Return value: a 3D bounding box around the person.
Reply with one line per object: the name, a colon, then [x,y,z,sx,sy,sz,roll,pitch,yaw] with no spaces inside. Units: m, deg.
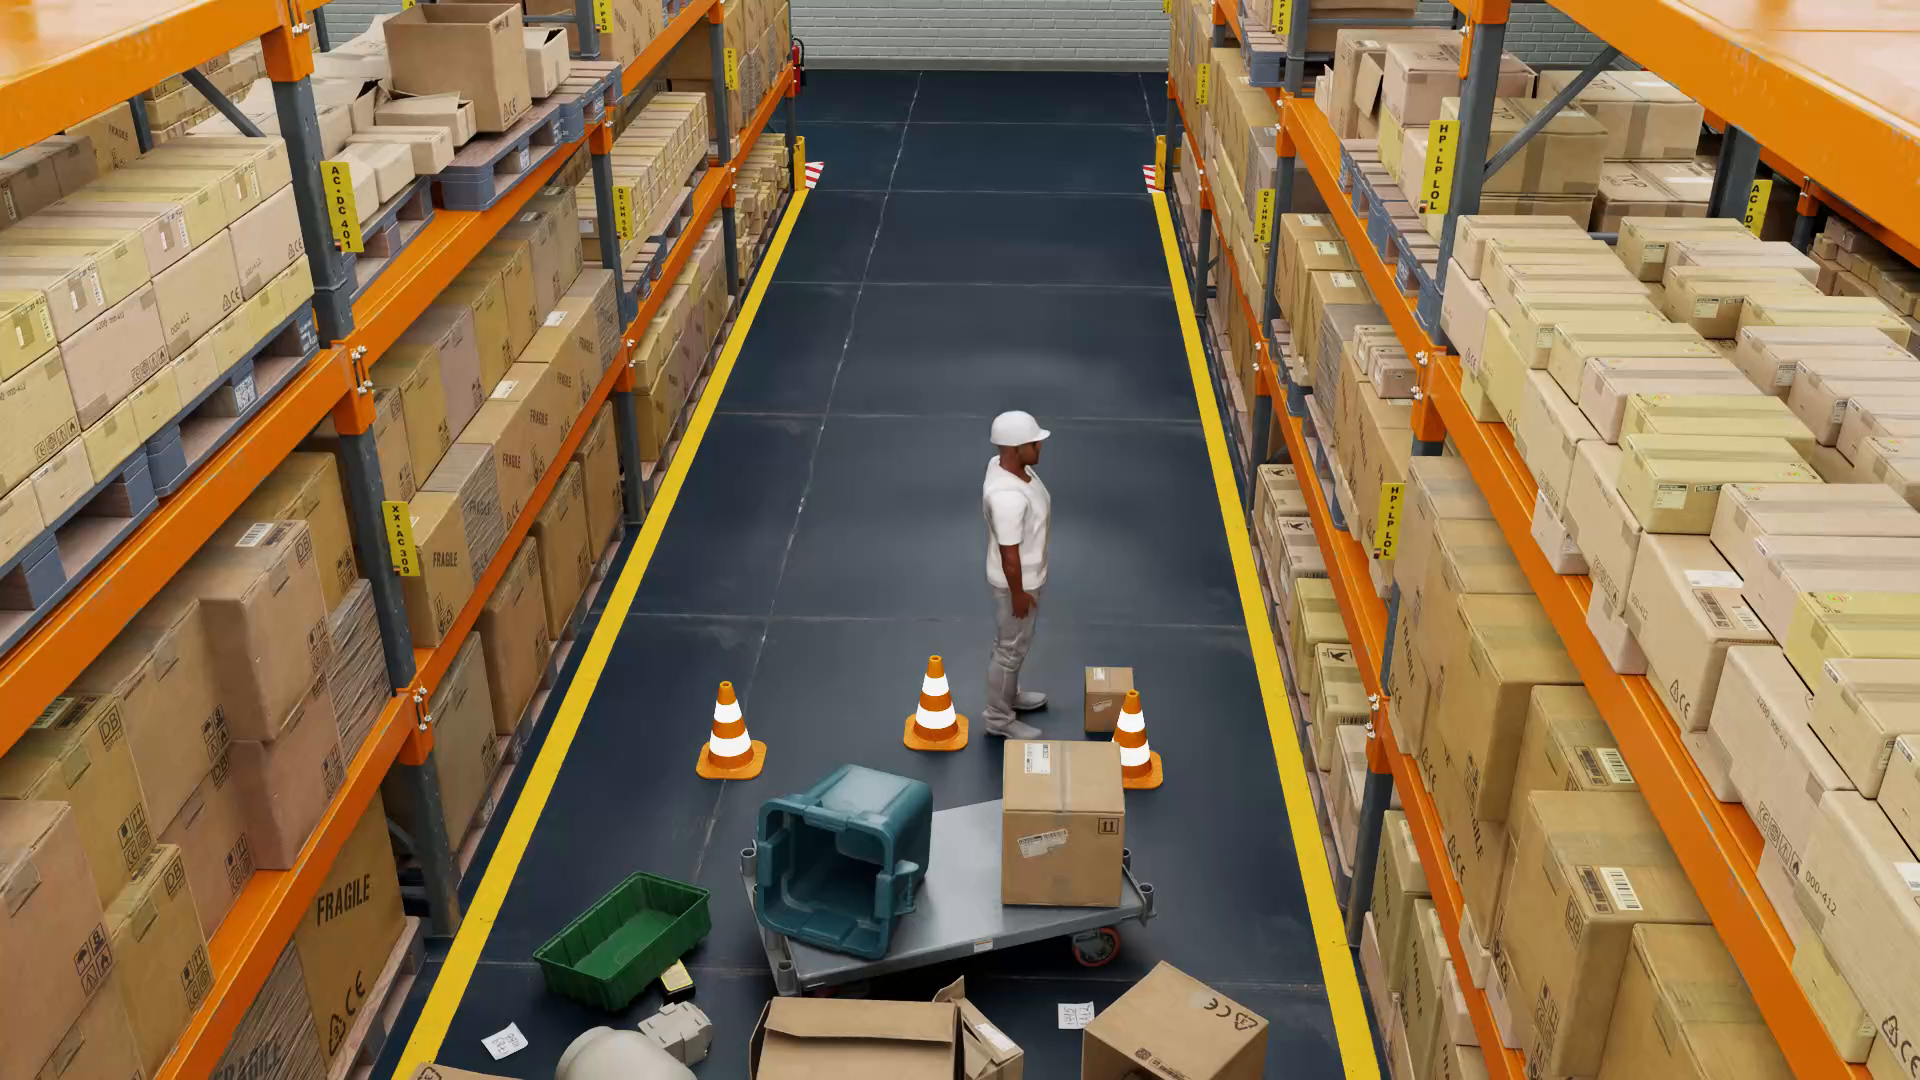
person: [0.292,0.172,8.519,0.354,1.779,0.565,1,28,3]
